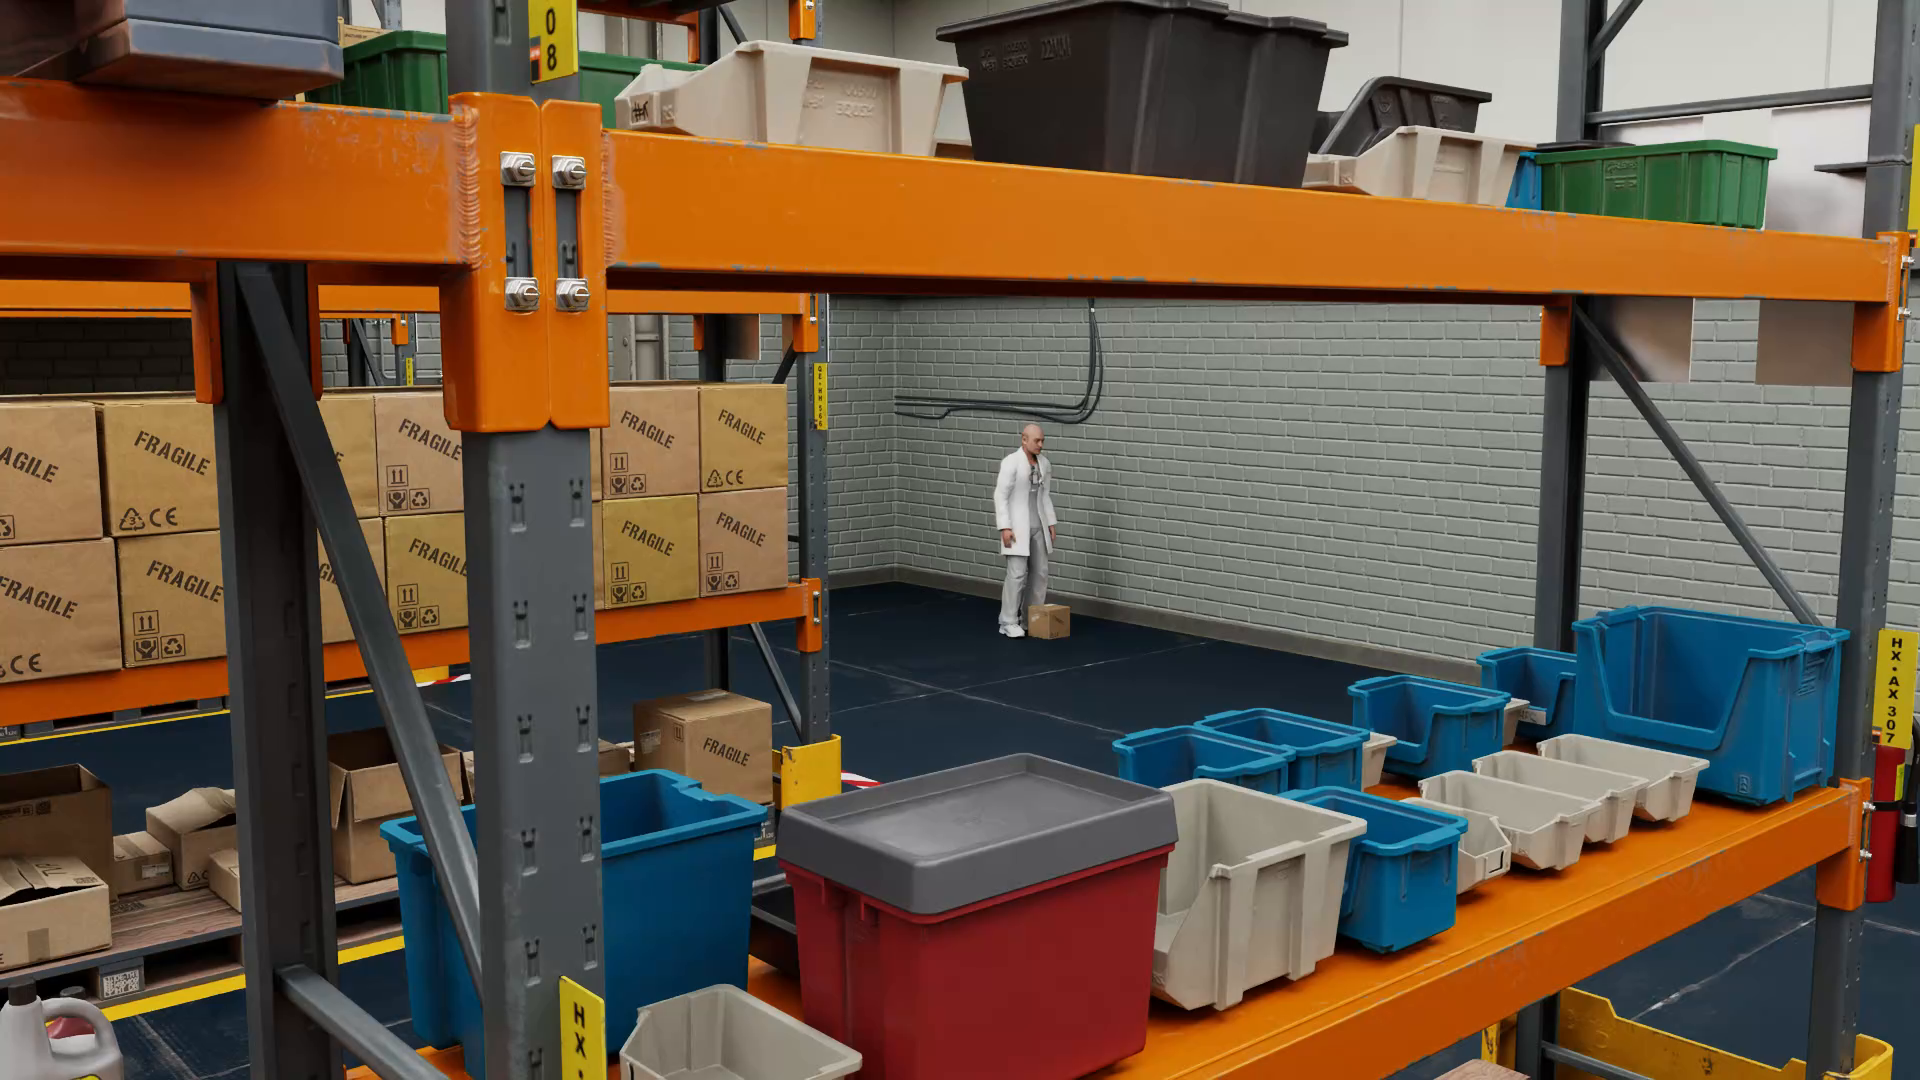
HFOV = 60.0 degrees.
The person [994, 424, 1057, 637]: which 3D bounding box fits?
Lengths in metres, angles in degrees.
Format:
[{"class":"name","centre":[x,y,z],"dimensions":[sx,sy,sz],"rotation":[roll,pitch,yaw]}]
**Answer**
[{"class":"person","centre":[0.565,-0.092,14.054],"dimensions":[0.644,1.774,0.428],"rotation":[-6,10,-40]}]
